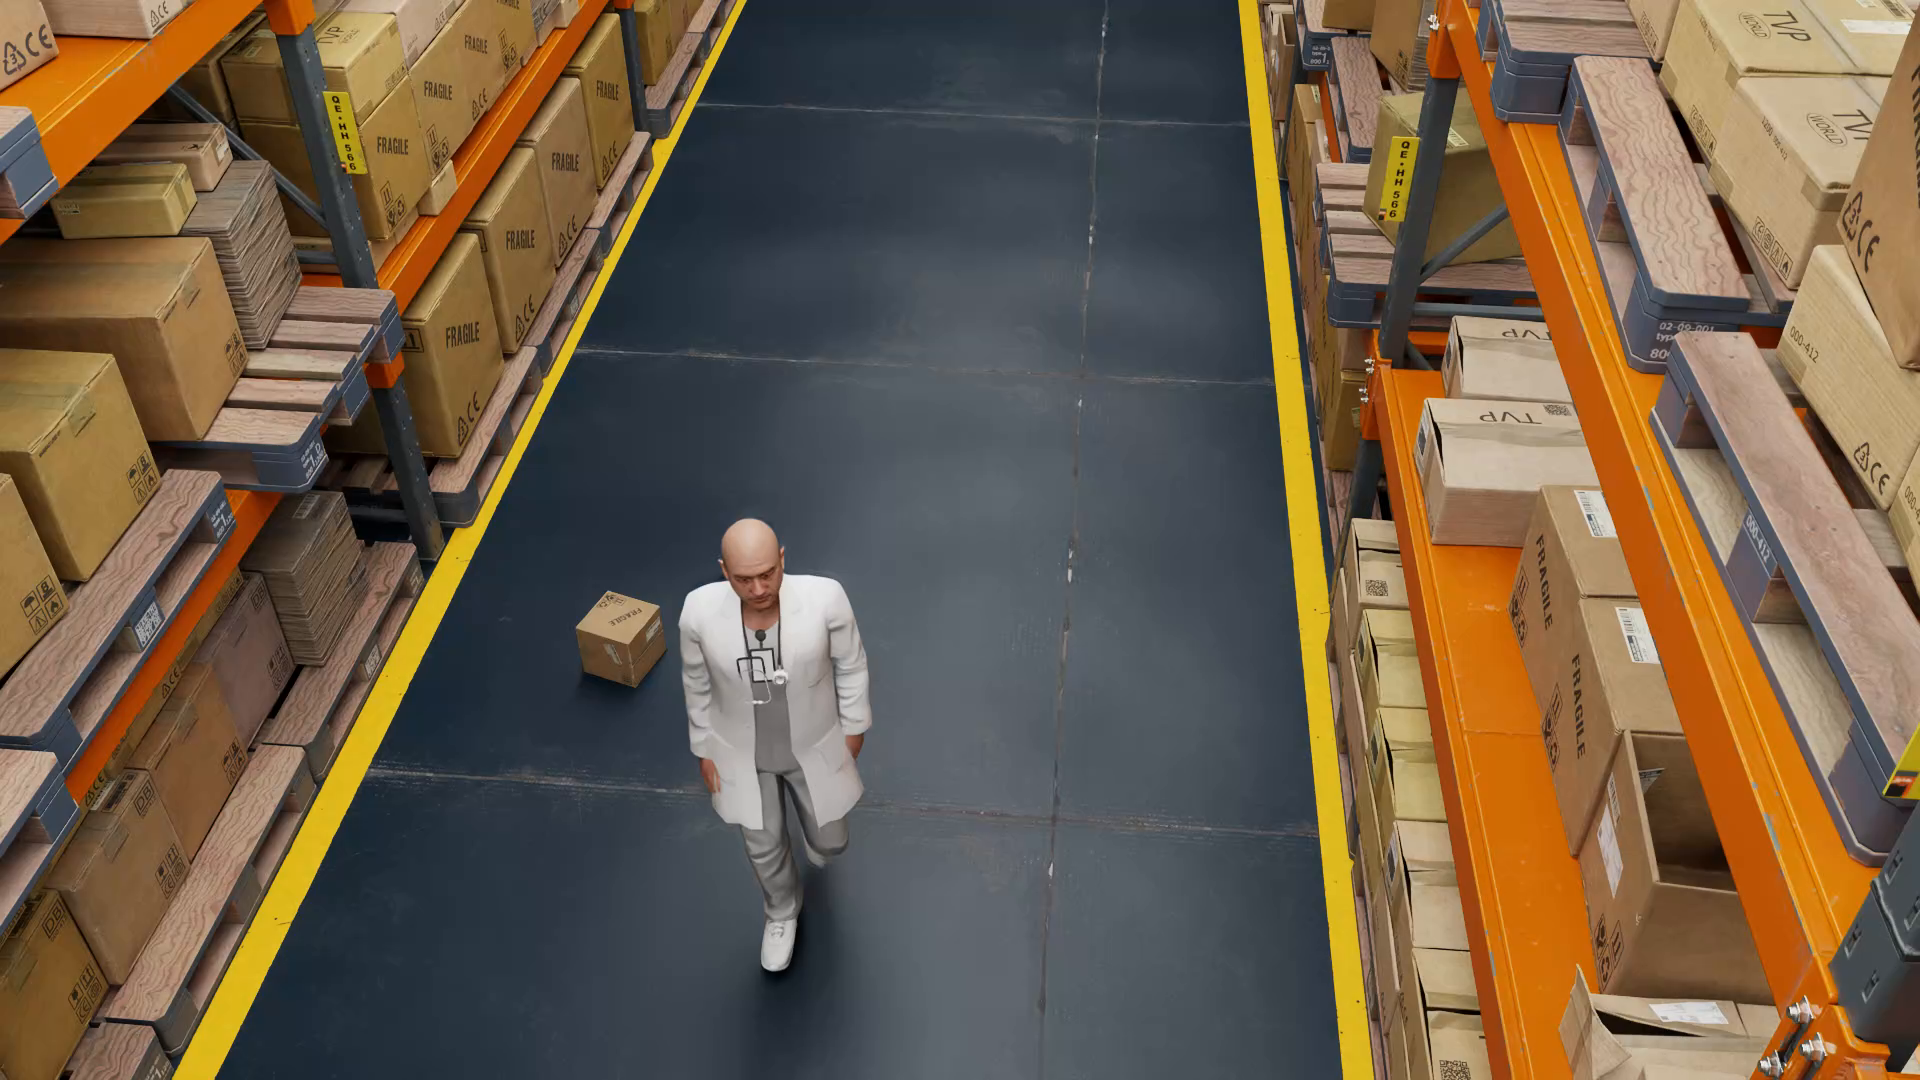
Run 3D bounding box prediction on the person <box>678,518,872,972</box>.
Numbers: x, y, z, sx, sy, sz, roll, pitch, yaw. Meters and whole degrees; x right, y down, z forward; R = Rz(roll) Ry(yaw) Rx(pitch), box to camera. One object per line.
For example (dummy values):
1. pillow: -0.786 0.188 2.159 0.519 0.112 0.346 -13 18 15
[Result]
1. person: -0.578 0.603 5.397 0.588 1.764 0.677 -3 40 -3
